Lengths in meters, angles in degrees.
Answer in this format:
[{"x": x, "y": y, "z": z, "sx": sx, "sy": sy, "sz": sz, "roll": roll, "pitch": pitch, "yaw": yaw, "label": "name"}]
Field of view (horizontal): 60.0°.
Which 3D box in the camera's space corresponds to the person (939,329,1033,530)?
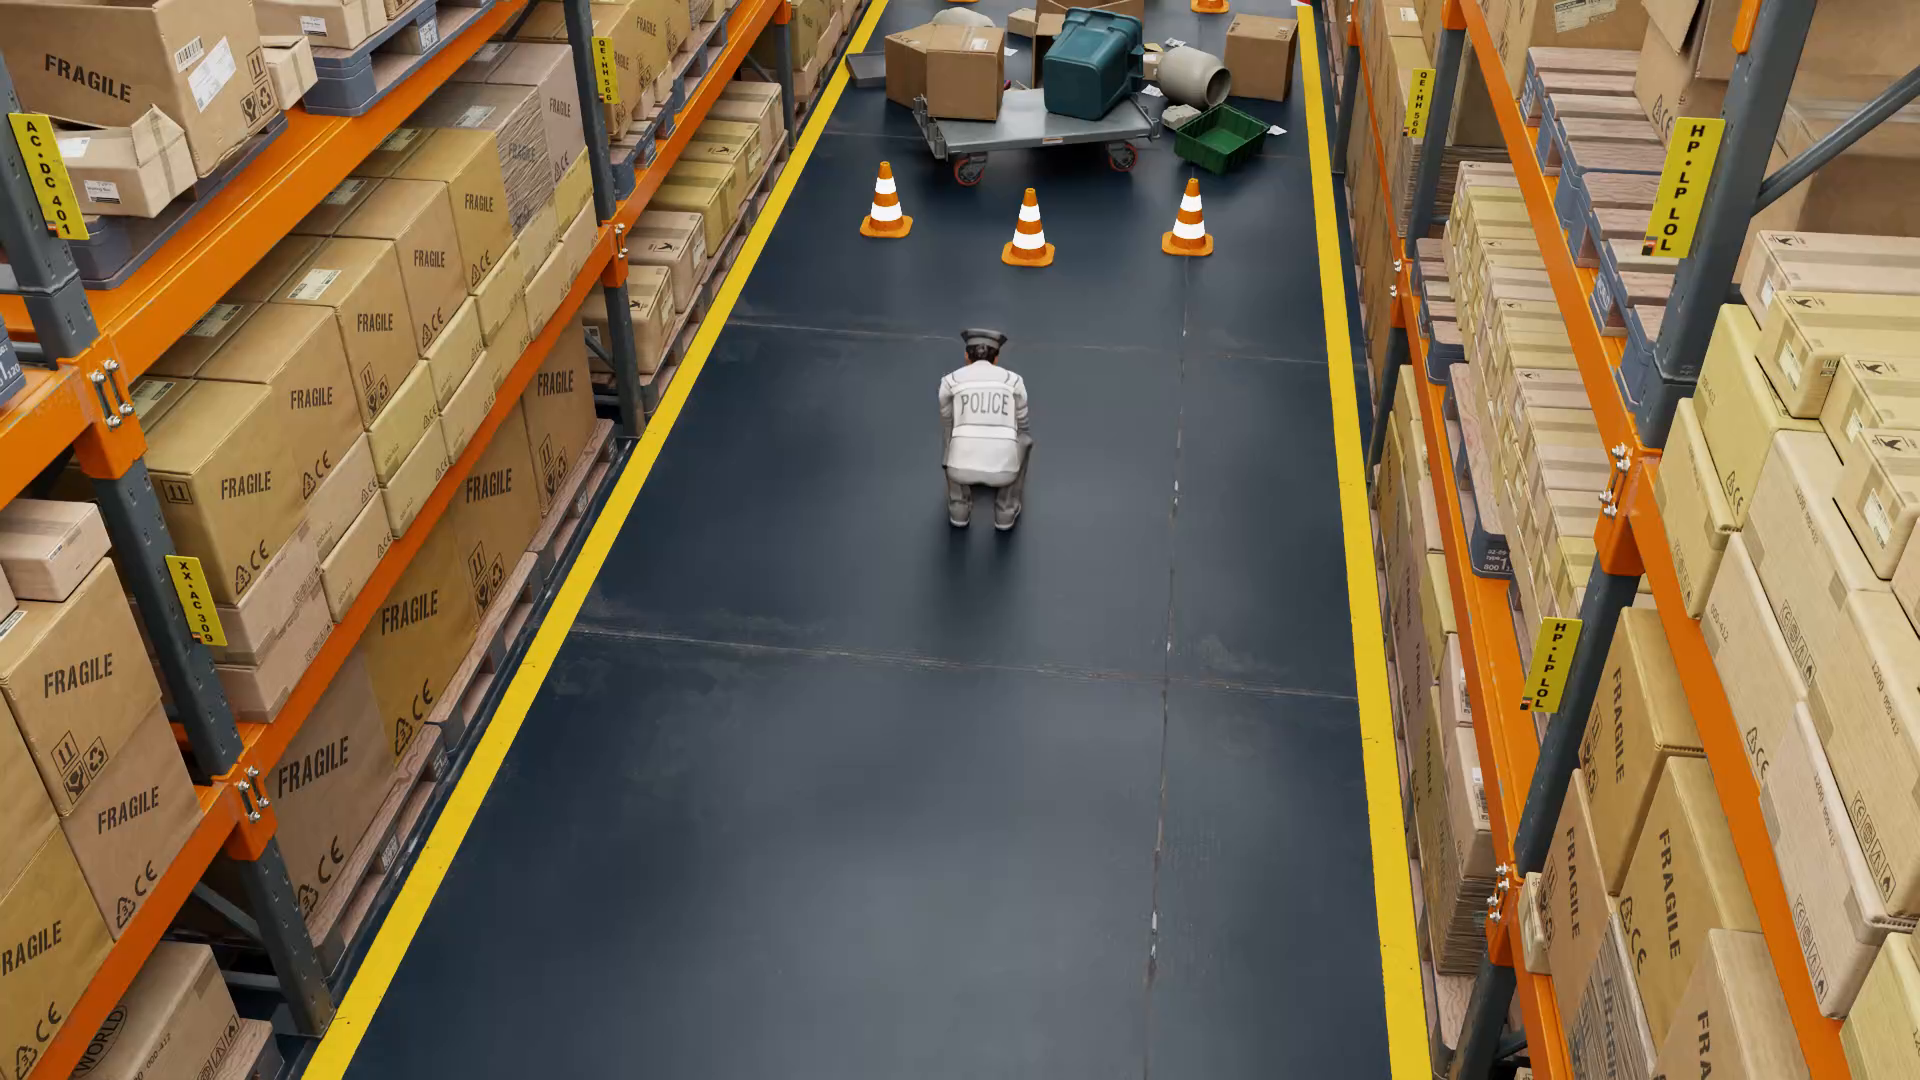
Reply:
[{"x": 0.126, "y": -0.563, "z": 8.476, "sx": 0.486, "sy": 0.876, "sz": 0.857, "roll": 4, "pitch": 37, "yaw": 6, "label": "person"}]
